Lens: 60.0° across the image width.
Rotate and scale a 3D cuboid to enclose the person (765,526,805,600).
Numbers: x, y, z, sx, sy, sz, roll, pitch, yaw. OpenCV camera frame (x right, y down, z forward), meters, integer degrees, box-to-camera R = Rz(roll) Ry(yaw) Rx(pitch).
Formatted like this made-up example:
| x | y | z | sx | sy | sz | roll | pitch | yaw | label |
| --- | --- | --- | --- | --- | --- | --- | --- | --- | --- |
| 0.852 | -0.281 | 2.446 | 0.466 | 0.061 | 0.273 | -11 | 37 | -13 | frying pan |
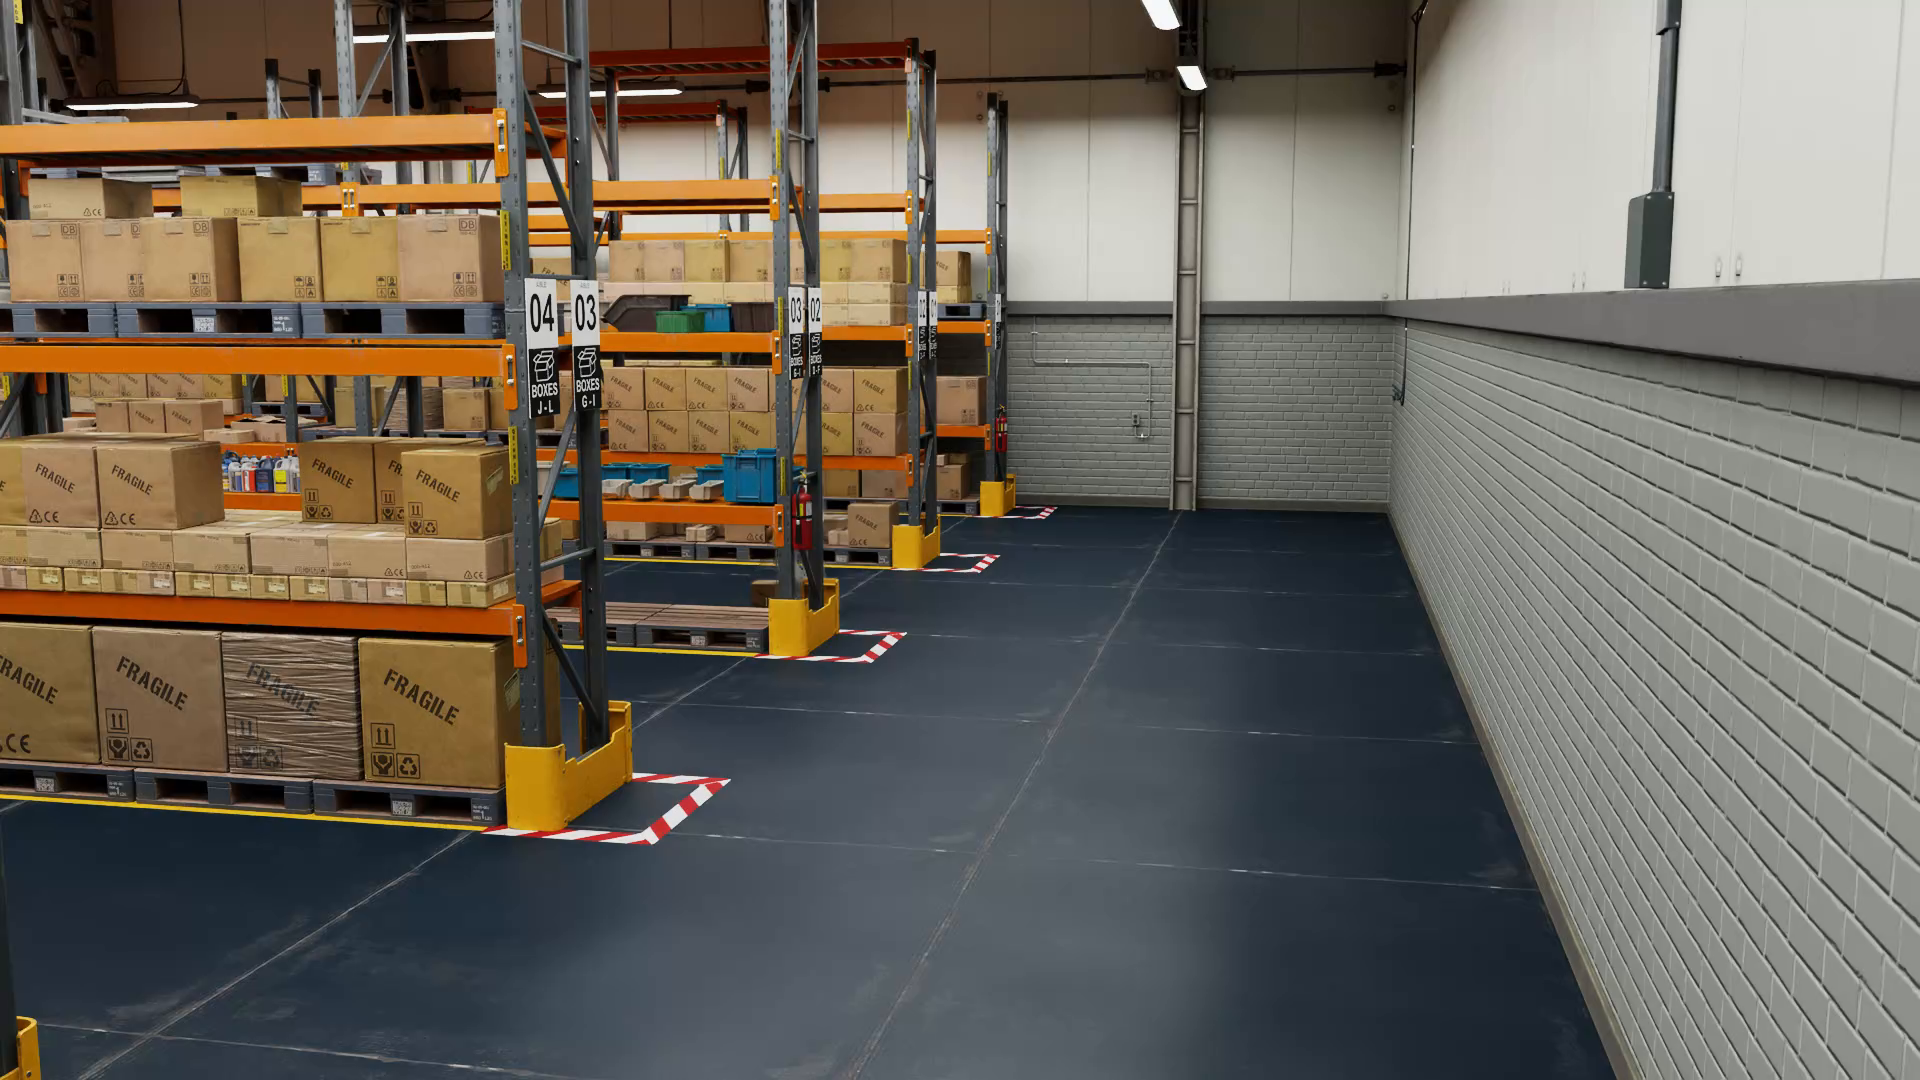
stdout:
| x | y | z | sx | sy | sz | roll | pitch | yaw | label |
| --- | --- | --- | --- | --- | --- | --- | --- | --- | --- |
| -1.755 | -0.114 | 16.798 | 0.571 | 1.606 | 0.623 | 1 | 8 | 8 | person |
